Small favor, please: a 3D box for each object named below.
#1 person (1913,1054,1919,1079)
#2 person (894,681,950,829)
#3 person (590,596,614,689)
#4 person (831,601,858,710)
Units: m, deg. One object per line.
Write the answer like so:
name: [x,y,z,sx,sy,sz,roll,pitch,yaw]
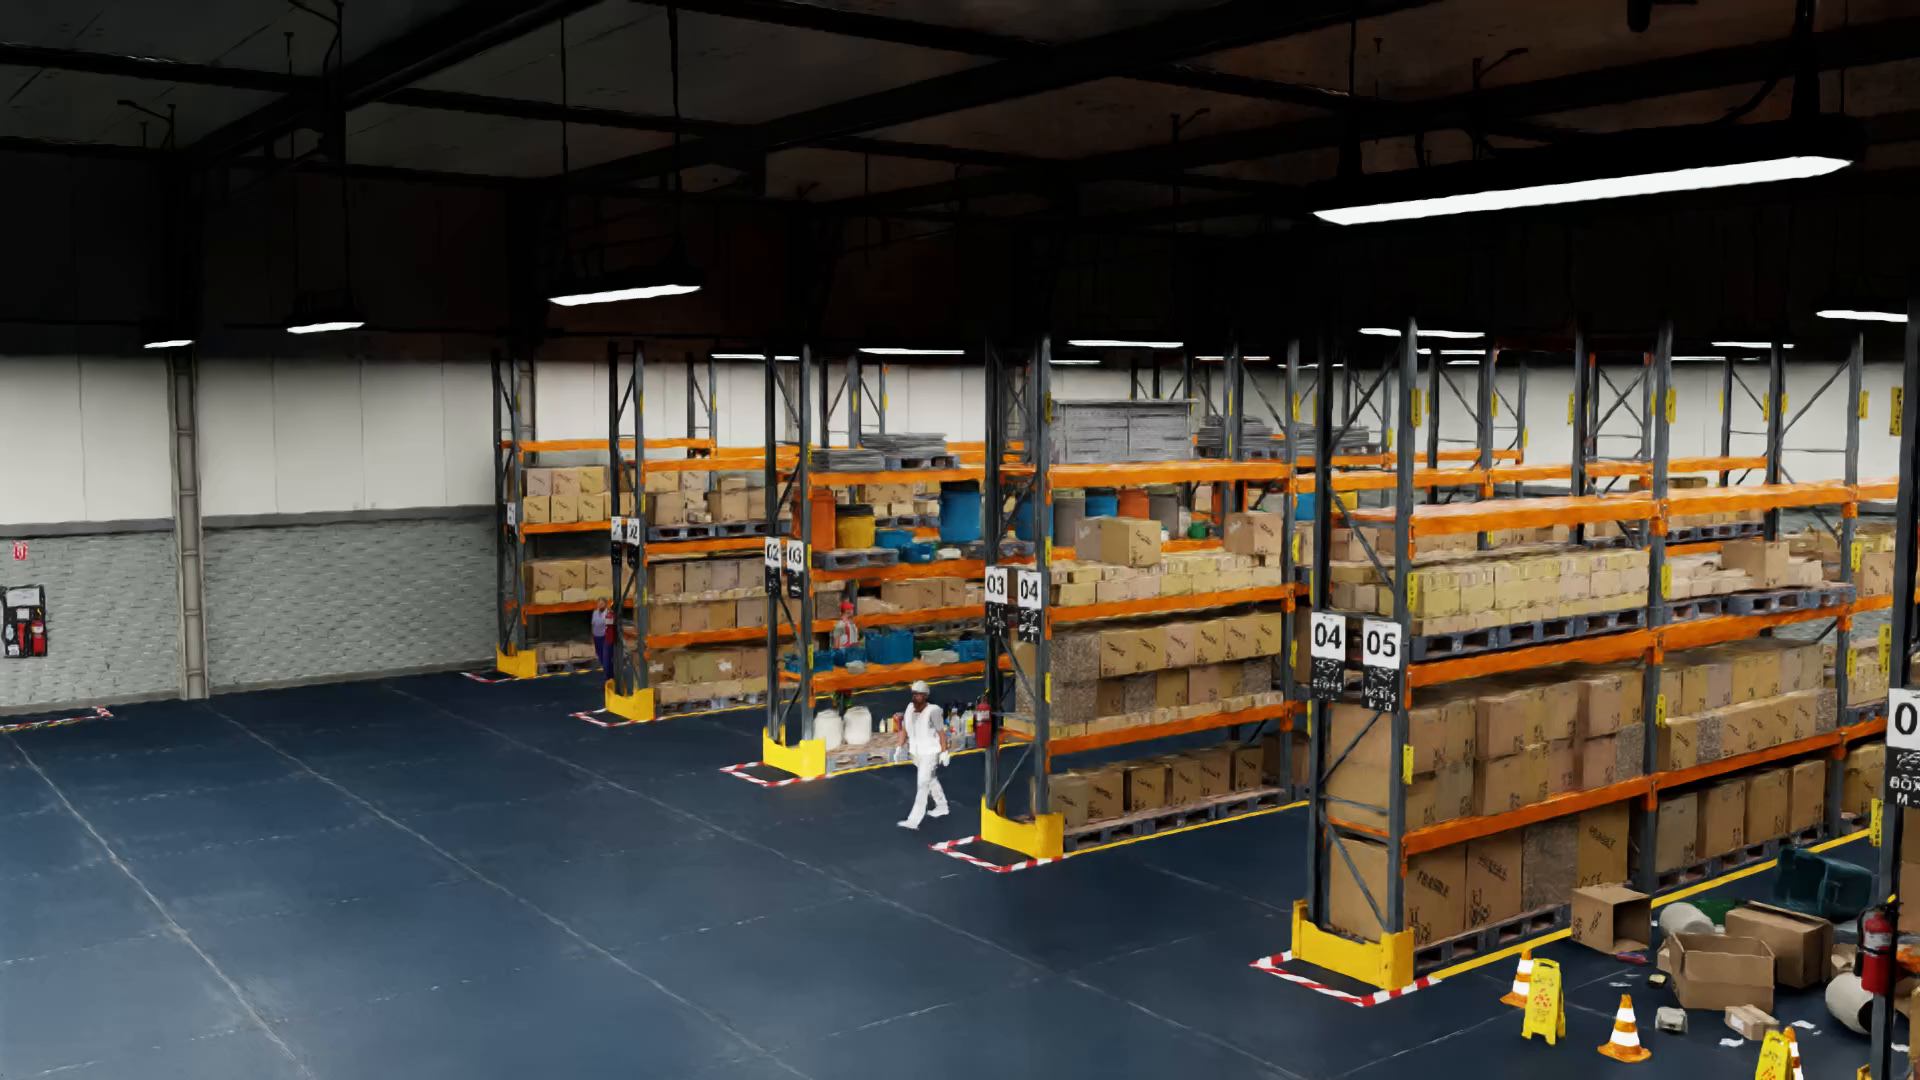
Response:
person: [5.343,3.564,9.099,0.930,1.602,0.492,-1,5,-13]
person: [-0.473,2.542,19.954,1.029,1.724,0.554,-5,7,-45]
person: [-6.283,1.772,29.338,0.579,1.593,0.918,2,6,26]
person: [-1.867,1.890,27.122,0.444,1.786,0.598,2,6,26]
